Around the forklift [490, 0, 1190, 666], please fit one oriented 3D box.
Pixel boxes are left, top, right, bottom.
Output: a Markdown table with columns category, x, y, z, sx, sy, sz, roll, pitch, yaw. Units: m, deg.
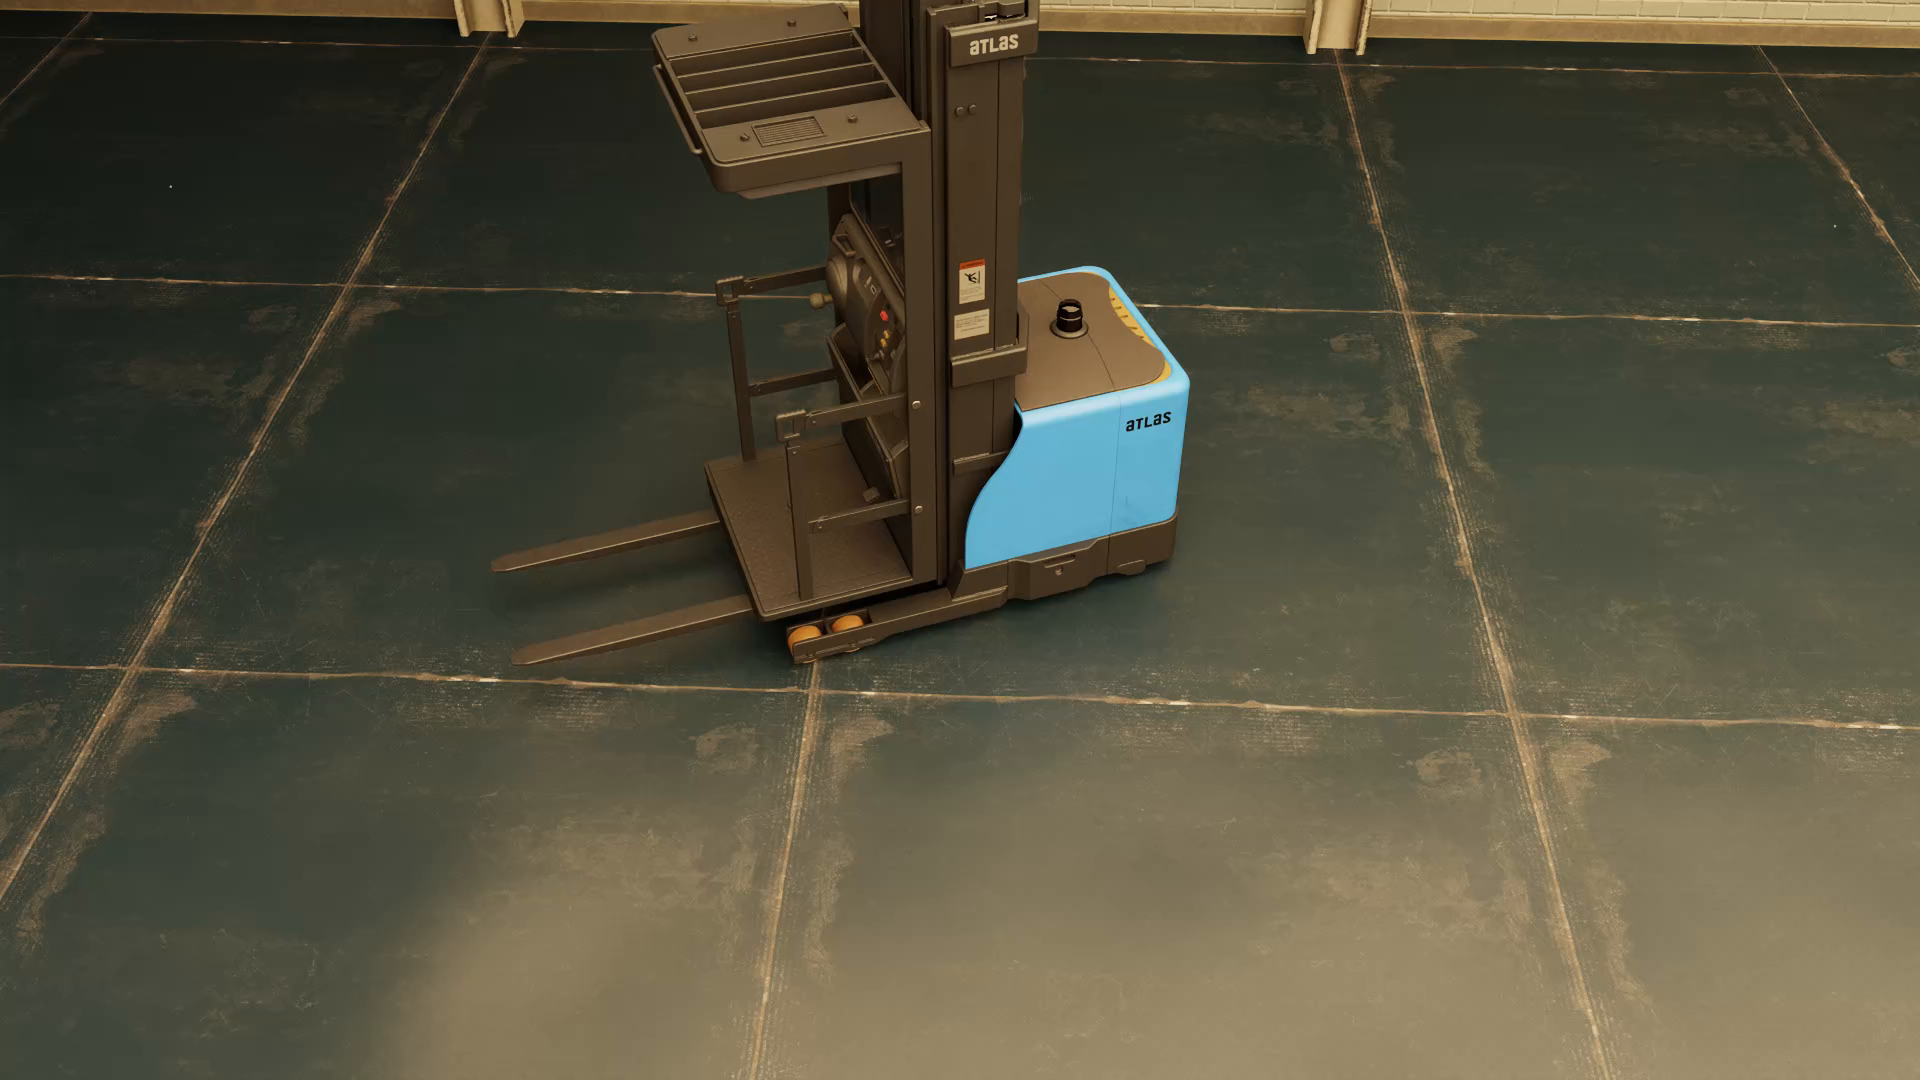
| category | x | y | z | sx | sy | sz | roll | pitch | yaw |
| --- | --- | --- | --- | --- | --- | --- | --- | --- | --- |
| forklift | -0.573 | -0.945 | 6.778 | 3.031 | 2.935 | 1.130 | -13 | 44 | -14 |

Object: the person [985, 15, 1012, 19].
| category | x | y | z | sx | sy | sz | roll | pitch | yaw |
| --- | --- | --- | --- | --- | --- | --- | --- | --- | --- |
| person | 0.125 | -2.800 | 9.670 | 0.398 | 1.774 | 0.521 | -5 | 43 | -6 |
